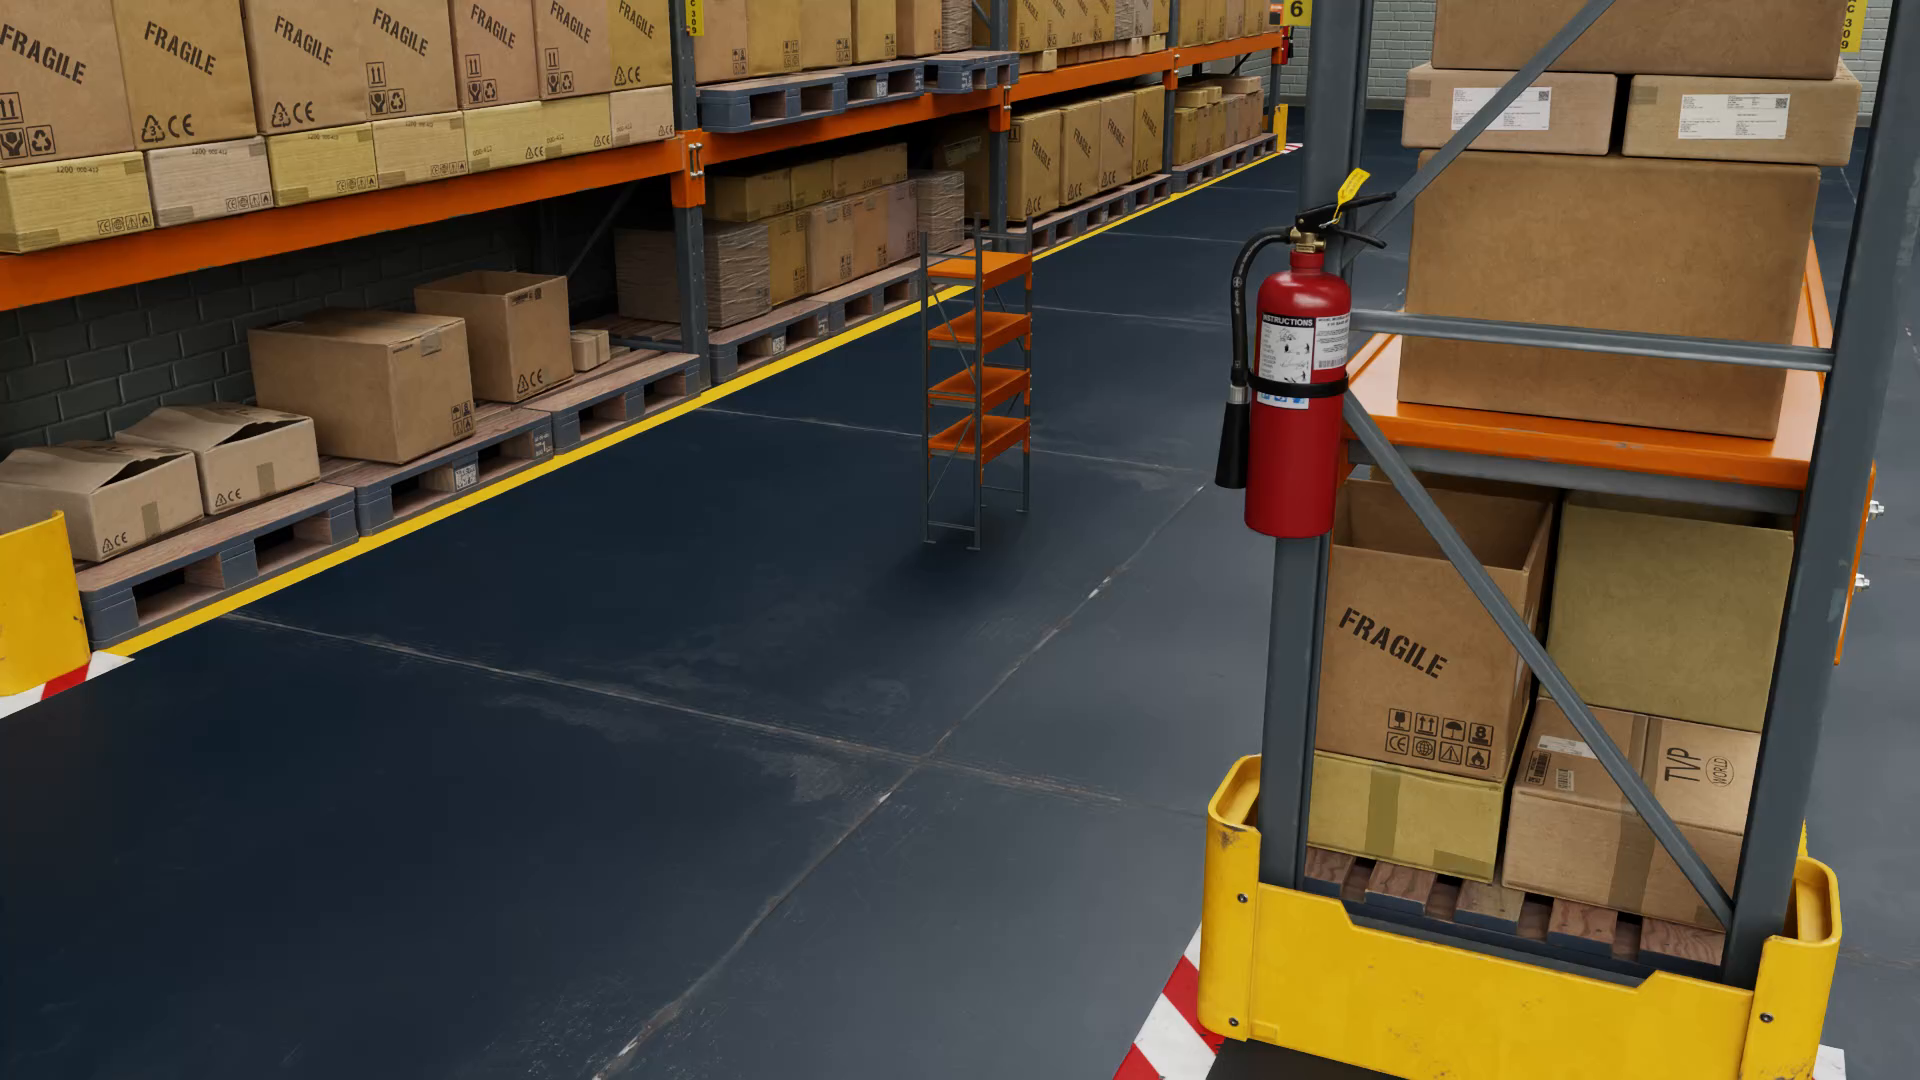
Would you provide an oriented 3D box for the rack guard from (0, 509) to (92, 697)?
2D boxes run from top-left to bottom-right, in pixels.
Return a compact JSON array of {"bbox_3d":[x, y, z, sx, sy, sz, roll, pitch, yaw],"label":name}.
[{"bbox_3d":[-3.387,0.121,5.382,1.175,0.500,0.348,9,21,23],"label":"rack guard"}]

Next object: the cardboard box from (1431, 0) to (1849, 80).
[{"bbox_3d":[1.327,-1.170,3.197,0.700,0.500,0.500,9,21,23],"label":"cardboard box"}]

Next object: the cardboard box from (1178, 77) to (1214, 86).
[{"bbox_3d":[2.497,-4.857,17.784,0.380,0.149,0.250,9,21,23],"label":"cardboard box"}]

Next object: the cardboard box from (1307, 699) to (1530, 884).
[{"bbox_3d":[1.052,0.539,3.955,0.500,0.250,0.500,9,21,23],"label":"cardboard box"}]

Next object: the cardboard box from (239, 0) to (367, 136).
[{"bbox_3d":[-2.520,-1.737,5.951,0.500,0.500,0.500,8,21,21],"label":"cardboard box"}]

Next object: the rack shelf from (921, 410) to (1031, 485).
[{"bbox_3d":[0.068,-0.365,6.499,0.258,0.148,0.480,9,21,23],"label":"rack shelf"}]

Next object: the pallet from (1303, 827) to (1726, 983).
[{"bbox_3d":[1.377,0.720,4.130,1.003,0.211,1.213,9,21,23],"label":"pallet"}]

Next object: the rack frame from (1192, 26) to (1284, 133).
[{"bbox_3d":[3.133,-5.924,18.651,1.000,3.000,0.127,9,21,23],"label":"rack frame"}]

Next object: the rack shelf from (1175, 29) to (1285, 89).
[{"bbox_3d":[2.314,-4.974,17.052,1.077,0.370,4.000,9,21,23],"label":"rack shelf"}]

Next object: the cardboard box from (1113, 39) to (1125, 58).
[{"bbox_3d":[1.171,-4.143,13.986,0.380,0.149,0.250,9,21,23],"label":"cardboard box"}]

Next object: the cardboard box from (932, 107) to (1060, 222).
[{"bbox_3d":[0.278,-2.871,12.645,0.750,0.750,0.750,8,21,22],"label":"cardboard box"}]

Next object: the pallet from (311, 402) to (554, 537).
[{"bbox_3d":[-2.522,-0.358,7.160,1.003,0.211,1.213,9,21,23],"label":"pallet"}]

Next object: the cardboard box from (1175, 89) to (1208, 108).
[{"bbox_3d":[2.202,-4.321,16.279,0.380,0.149,0.250,9,22,25],"label":"cardboard box"}]

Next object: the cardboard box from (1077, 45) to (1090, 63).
[{"bbox_3d":[0.822,-3.909,13.329,0.380,0.149,0.250,9,21,23],"label":"cardboard box"}]

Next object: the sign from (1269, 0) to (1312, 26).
[{"bbox_3d":[0.613,-1.090,2.977,0.100,0.325,0.005,9,21,23],"label":"sign"}]

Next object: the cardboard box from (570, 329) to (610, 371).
[{"bbox_3d":[-1.972,-0.961,8.265,0.380,0.166,0.250,6,20,16],"label":"cardboard box"}]

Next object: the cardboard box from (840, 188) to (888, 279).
[{"bbox_3d":[-0.885,-1.984,10.644,0.700,0.500,0.500,8,21,22],"label":"cardboard box"}]

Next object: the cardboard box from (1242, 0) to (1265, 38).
[{"bbox_3d":[2.646,-5.684,17.528,0.980,0.700,0.700,8,21,22],"label":"cardboard box"}]

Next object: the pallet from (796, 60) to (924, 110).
[{"bbox_3d":[-0.916,-2.778,10.089,1.003,0.211,1.213,9,21,23],"label":"pallet"}]

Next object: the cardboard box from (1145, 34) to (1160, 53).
[{"bbox_3d":[1.533,-4.370,14.625,0.380,0.149,0.250,9,21,24],"label":"cardboard box"}]

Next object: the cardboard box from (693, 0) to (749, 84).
[{"bbox_3d":[-1.541,-2.661,8.670,0.700,0.500,0.500,9,21,23],"label":"cardboard box"}]

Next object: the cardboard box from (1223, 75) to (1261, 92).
[{"bbox_3d":[3.052,-4.958,18.069,0.380,0.149,0.250,8,21,22],"label":"cardboard box"}]

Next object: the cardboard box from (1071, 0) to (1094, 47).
[{"bbox_3d":[0.717,-4.099,12.896,0.500,0.500,0.500,8,21,22],"label":"cardboard box"}]

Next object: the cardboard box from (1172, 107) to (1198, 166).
[{"bbox_3d":[1.895,-3.936,16.164,0.700,0.500,0.500,9,21,23],"label":"cardboard box"}]

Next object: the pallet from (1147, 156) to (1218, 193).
[{"bbox_3d":[1.878,-3.609,16.303,1.003,0.211,1.213,9,21,23],"label":"pallet"}]

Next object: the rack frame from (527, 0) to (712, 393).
[{"bbox_3d":[-1.781,-2.256,8.336,1.000,3.000,0.127,9,21,23],"label":"rack frame"}]

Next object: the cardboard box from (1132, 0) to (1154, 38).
[{"bbox_3d":[1.336,-4.565,14.206,0.500,0.500,0.500,9,21,23],"label":"cardboard box"}]

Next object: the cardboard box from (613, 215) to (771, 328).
[{"bbox_3d":[-1.494,-1.513,9.320,0.700,0.500,0.500,9,22,25],"label":"cardboard box"}]

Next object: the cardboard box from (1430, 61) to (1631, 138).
[{"bbox_3d":[1.191,-0.931,3.491,0.380,0.149,0.250,9,22,24],"label":"cardboard box"}]

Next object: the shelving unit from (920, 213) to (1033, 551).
[{"bbox_3d":[0.068,-0.616,6.410,0.258,1.200,0.503,9,21,23],"label":"shelving unit"}]

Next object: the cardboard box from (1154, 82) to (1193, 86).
[{"bbox_3d":[2.185,-4.623,17.127,0.380,0.149,0.250,8,21,22],"label":"cardboard box"}]

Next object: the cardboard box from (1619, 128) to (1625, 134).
[{"bbox_3d":[1.516,-0.704,3.822,0.700,0.500,0.500,9,22,24],"label":"cardboard box"}]

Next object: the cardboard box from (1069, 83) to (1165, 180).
[{"bbox_3d":[1.348,-3.670,14.893,0.750,0.750,0.750,9,21,23],"label":"cardboard box"}]

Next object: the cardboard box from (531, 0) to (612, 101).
[{"bbox_3d":[-1.891,-2.208,7.275,0.500,0.500,0.500,8,21,22],"label":"cardboard box"}]

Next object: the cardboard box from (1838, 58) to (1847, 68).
[{"bbox_3d":[1.668,-0.955,3.560,0.380,0.149,0.250,9,21,23],"label":"cardboard box"}]

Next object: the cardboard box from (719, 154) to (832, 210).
[{"bbox_3d":[-1.108,-2.161,10.023,0.500,0.250,0.500,8,21,21],"label":"cardboard box"}]

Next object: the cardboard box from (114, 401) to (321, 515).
[{"bbox_3d":[-2.820,-0.347,6.324,0.500,0.311,0.500,11,22,27],"label":"cardboard box"}]

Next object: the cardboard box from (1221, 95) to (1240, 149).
[{"bbox_3d":[2.528,-4.410,17.496,0.700,0.500,0.500,8,21,21],"label":"cardboard box"}]

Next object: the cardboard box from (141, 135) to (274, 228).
[{"bbox_3d":[-2.729,-1.238,5.668,0.500,0.250,0.500,8,21,21],"label":"cardboard box"}]

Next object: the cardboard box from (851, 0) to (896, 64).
[{"bbox_3d":[-0.816,-3.204,10.196,0.700,0.500,0.500,9,21,23],"label":"cardboard box"}]

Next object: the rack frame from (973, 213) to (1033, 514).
[{"bbox_3d":[0.168,-0.691,6.620,0.240,1.200,0.015,9,21,23],"label":"rack frame"}]

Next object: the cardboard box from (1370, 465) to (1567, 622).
[{"bbox_3d":[1.446,-0.123,4.695,0.500,0.500,0.500,9,21,23],"label":"cardboard box"}]

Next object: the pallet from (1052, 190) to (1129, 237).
[{"bbox_3d":[0.750,-2.767,13.935,1.003,0.211,1.213,9,21,23],"label":"pallet"}]

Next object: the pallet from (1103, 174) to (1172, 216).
[{"bbox_3d":[1.248,-3.141,14.987,1.003,0.211,1.213,9,21,23],"label":"pallet"}]

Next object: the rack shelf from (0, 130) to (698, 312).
[{"bbox_3d":[-2.600,-1.306,6.737,1.077,0.370,4.000,9,21,23],"label":"rack shelf"}]

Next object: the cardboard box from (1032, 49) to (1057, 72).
[{"bbox_3d":[0.501,-3.584,12.415,0.380,0.149,0.250,9,22,24],"label":"cardboard box"}]

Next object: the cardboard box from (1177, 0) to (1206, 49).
[{"bbox_3d":[1.732,-5.006,15.622,0.980,0.700,0.700,9,21,24],"label":"cardboard box"}]

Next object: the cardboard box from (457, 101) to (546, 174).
[{"bbox_3d":[-2.102,-1.701,6.970,0.500,0.250,0.500,8,21,22],"label":"cardboard box"}]
